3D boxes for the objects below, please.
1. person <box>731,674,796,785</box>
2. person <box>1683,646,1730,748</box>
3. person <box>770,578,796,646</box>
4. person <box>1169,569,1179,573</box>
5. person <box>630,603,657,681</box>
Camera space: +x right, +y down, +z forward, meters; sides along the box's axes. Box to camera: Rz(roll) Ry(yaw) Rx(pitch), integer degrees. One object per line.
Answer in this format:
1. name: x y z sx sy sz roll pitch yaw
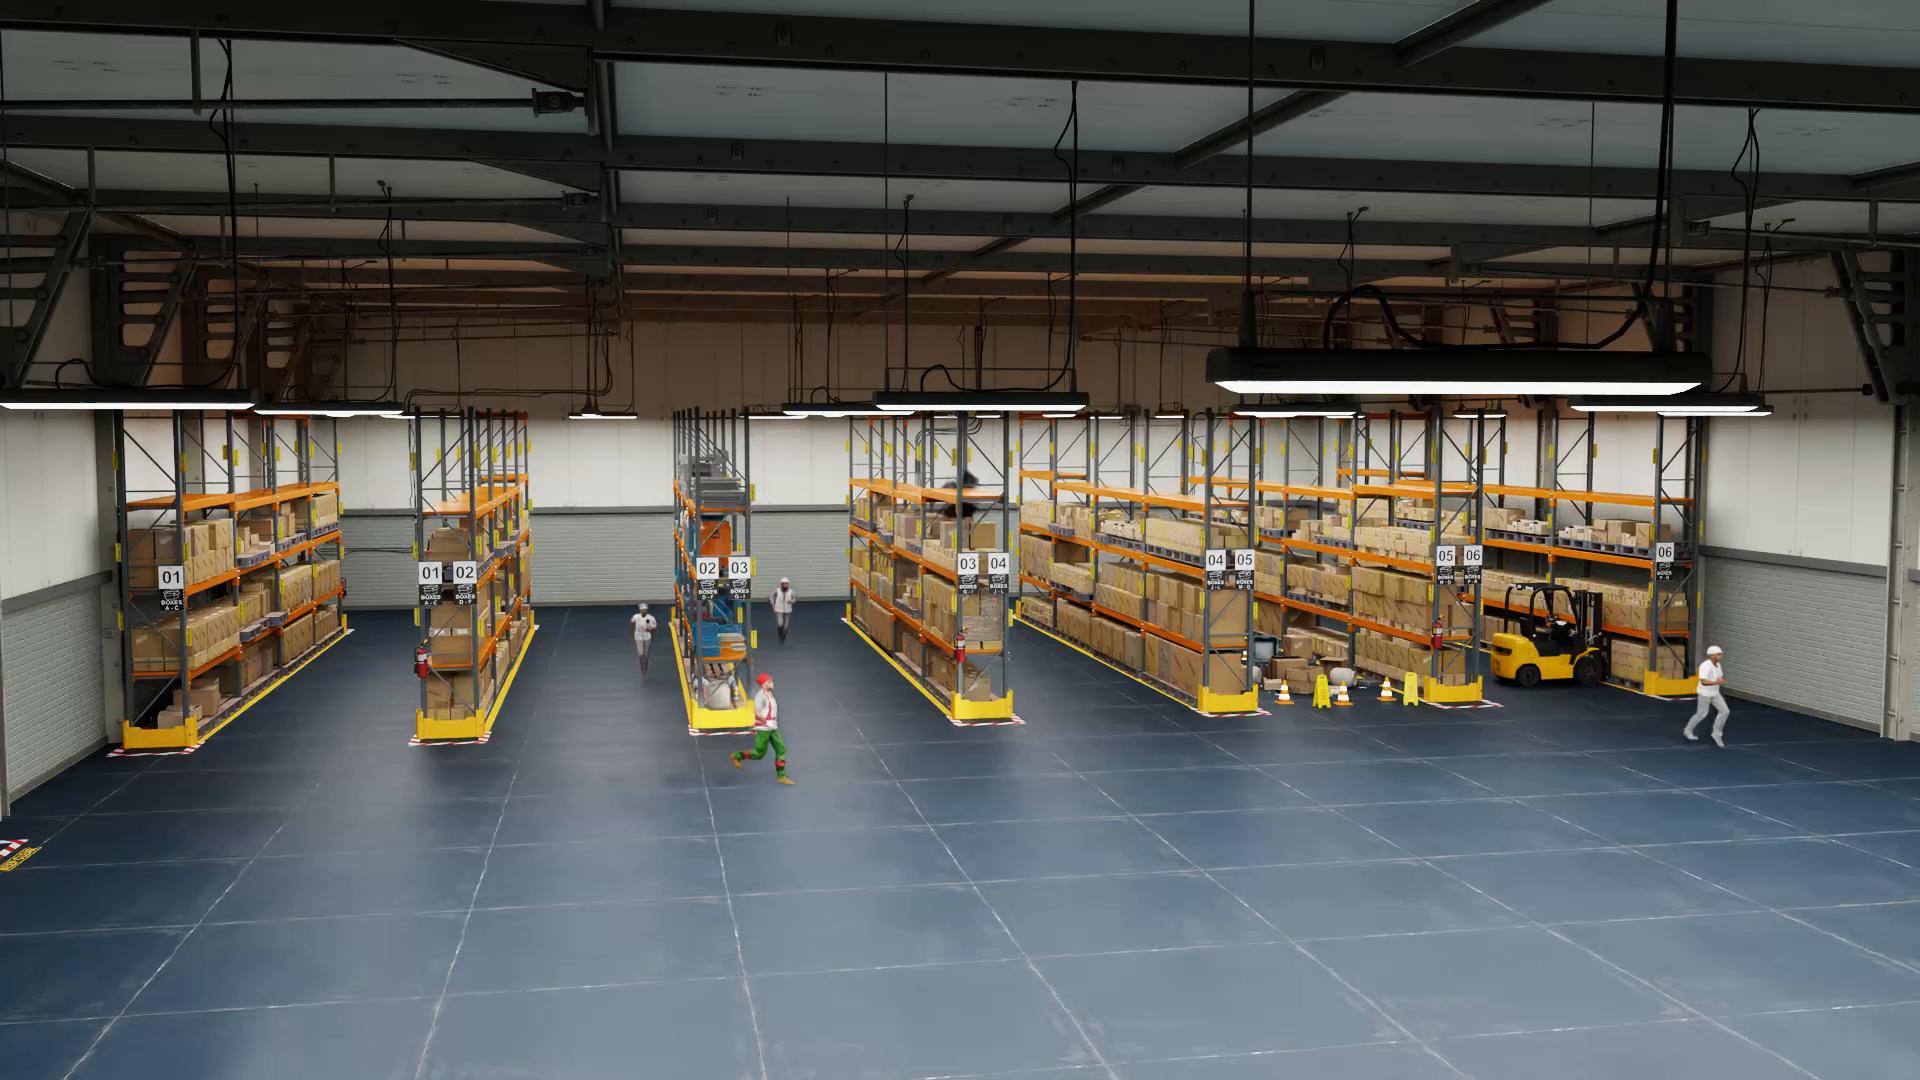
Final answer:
1. person: -3.113 2.993 26.322 1.049 1.765 0.634 1 4 17
2. person: 13.235 2.759 29.453 0.727 1.793 0.844 -3 5 -37
3. person: -4.500 1.832 42.423 0.642 1.760 0.748 -1 4 -15
4. person: 6.673 1.244 50.826 0.916 1.785 0.685 0 4 -1
5. person: -7.053 2.255 37.097 0.599 1.736 0.847 -1 4 -8
